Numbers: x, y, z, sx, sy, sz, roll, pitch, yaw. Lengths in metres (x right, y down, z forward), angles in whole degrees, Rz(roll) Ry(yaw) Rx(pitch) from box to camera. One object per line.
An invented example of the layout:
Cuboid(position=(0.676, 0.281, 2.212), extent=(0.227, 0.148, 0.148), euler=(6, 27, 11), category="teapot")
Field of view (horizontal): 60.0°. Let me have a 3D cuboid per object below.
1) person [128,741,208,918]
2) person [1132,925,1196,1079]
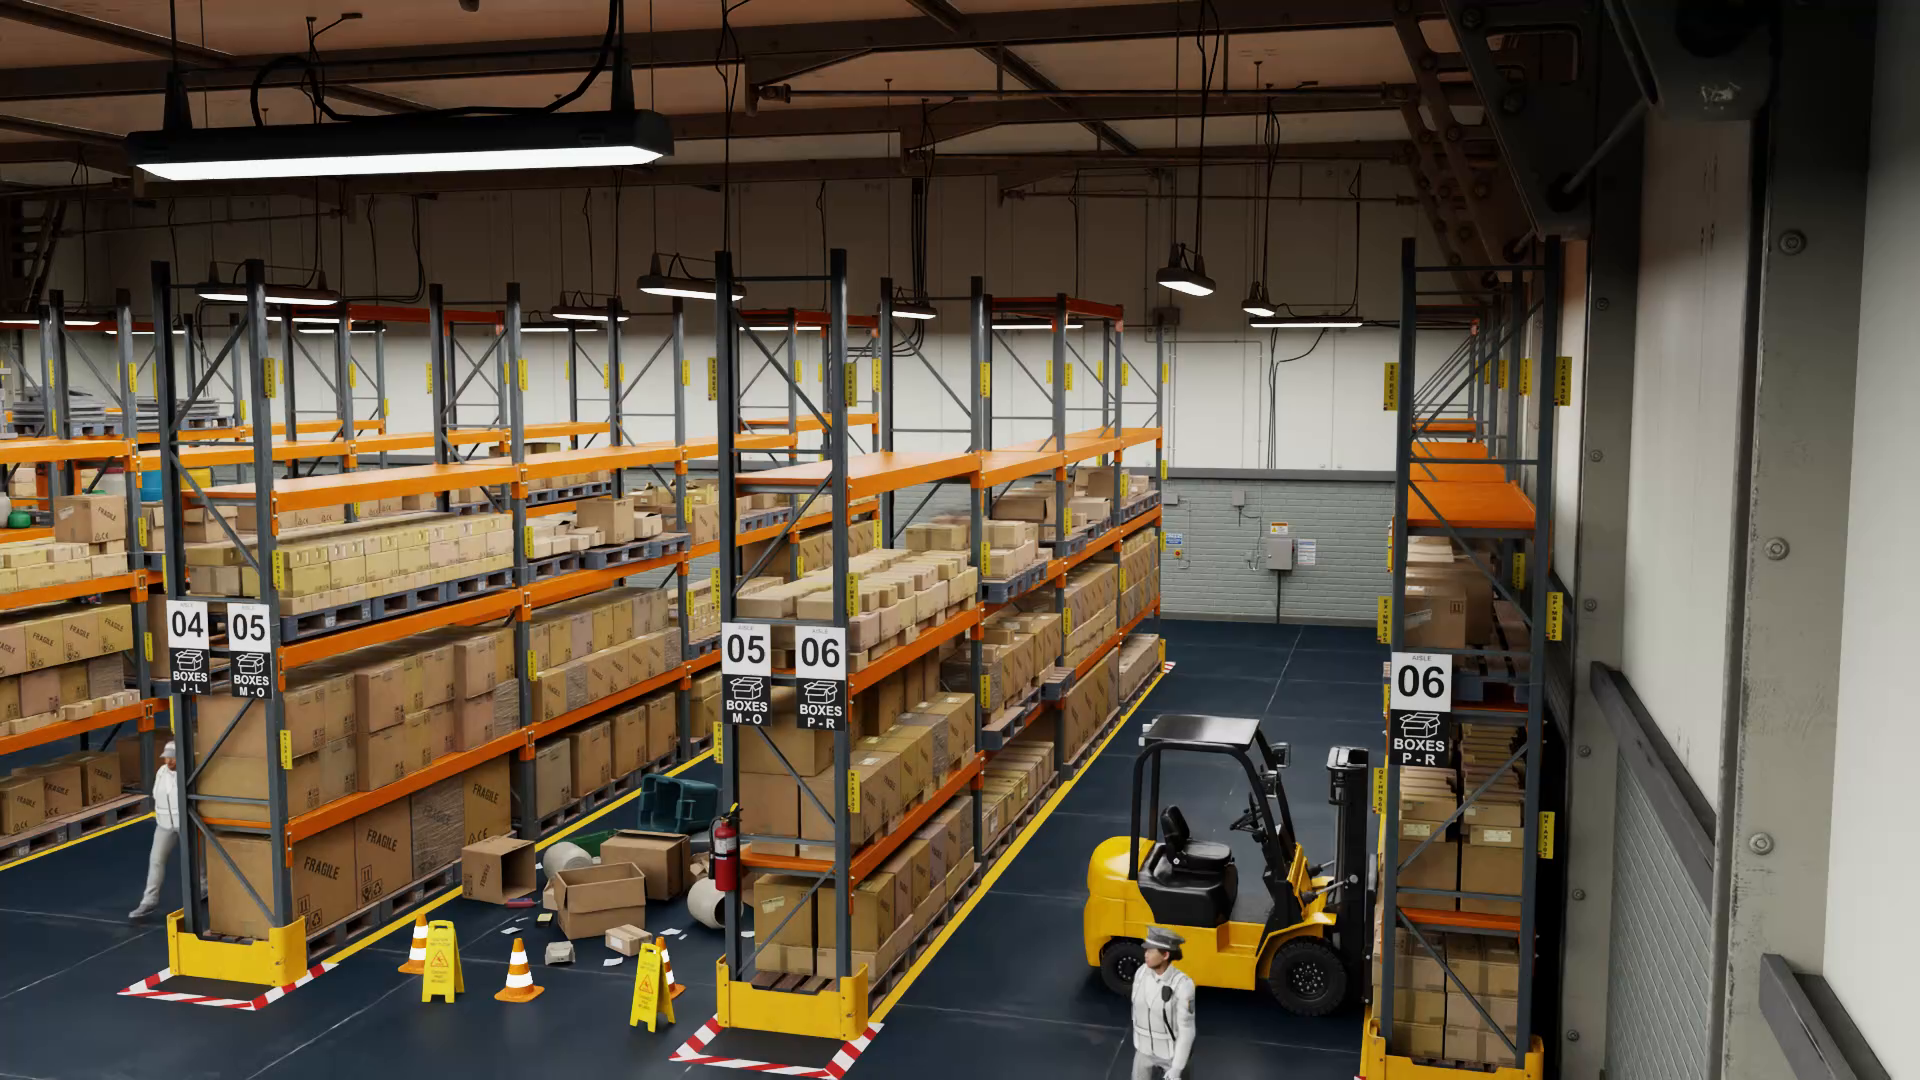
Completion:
Cuboid(position=(-7.406, 2.689, 15.671), extent=(0.526, 1.609, 0.990), euler=(0, 6, -1), category="person")
Cuboid(position=(1.249, 3.258, 10.395), extent=(0.512, 1.727, 0.711), euler=(4, 7, 36), category="person")
